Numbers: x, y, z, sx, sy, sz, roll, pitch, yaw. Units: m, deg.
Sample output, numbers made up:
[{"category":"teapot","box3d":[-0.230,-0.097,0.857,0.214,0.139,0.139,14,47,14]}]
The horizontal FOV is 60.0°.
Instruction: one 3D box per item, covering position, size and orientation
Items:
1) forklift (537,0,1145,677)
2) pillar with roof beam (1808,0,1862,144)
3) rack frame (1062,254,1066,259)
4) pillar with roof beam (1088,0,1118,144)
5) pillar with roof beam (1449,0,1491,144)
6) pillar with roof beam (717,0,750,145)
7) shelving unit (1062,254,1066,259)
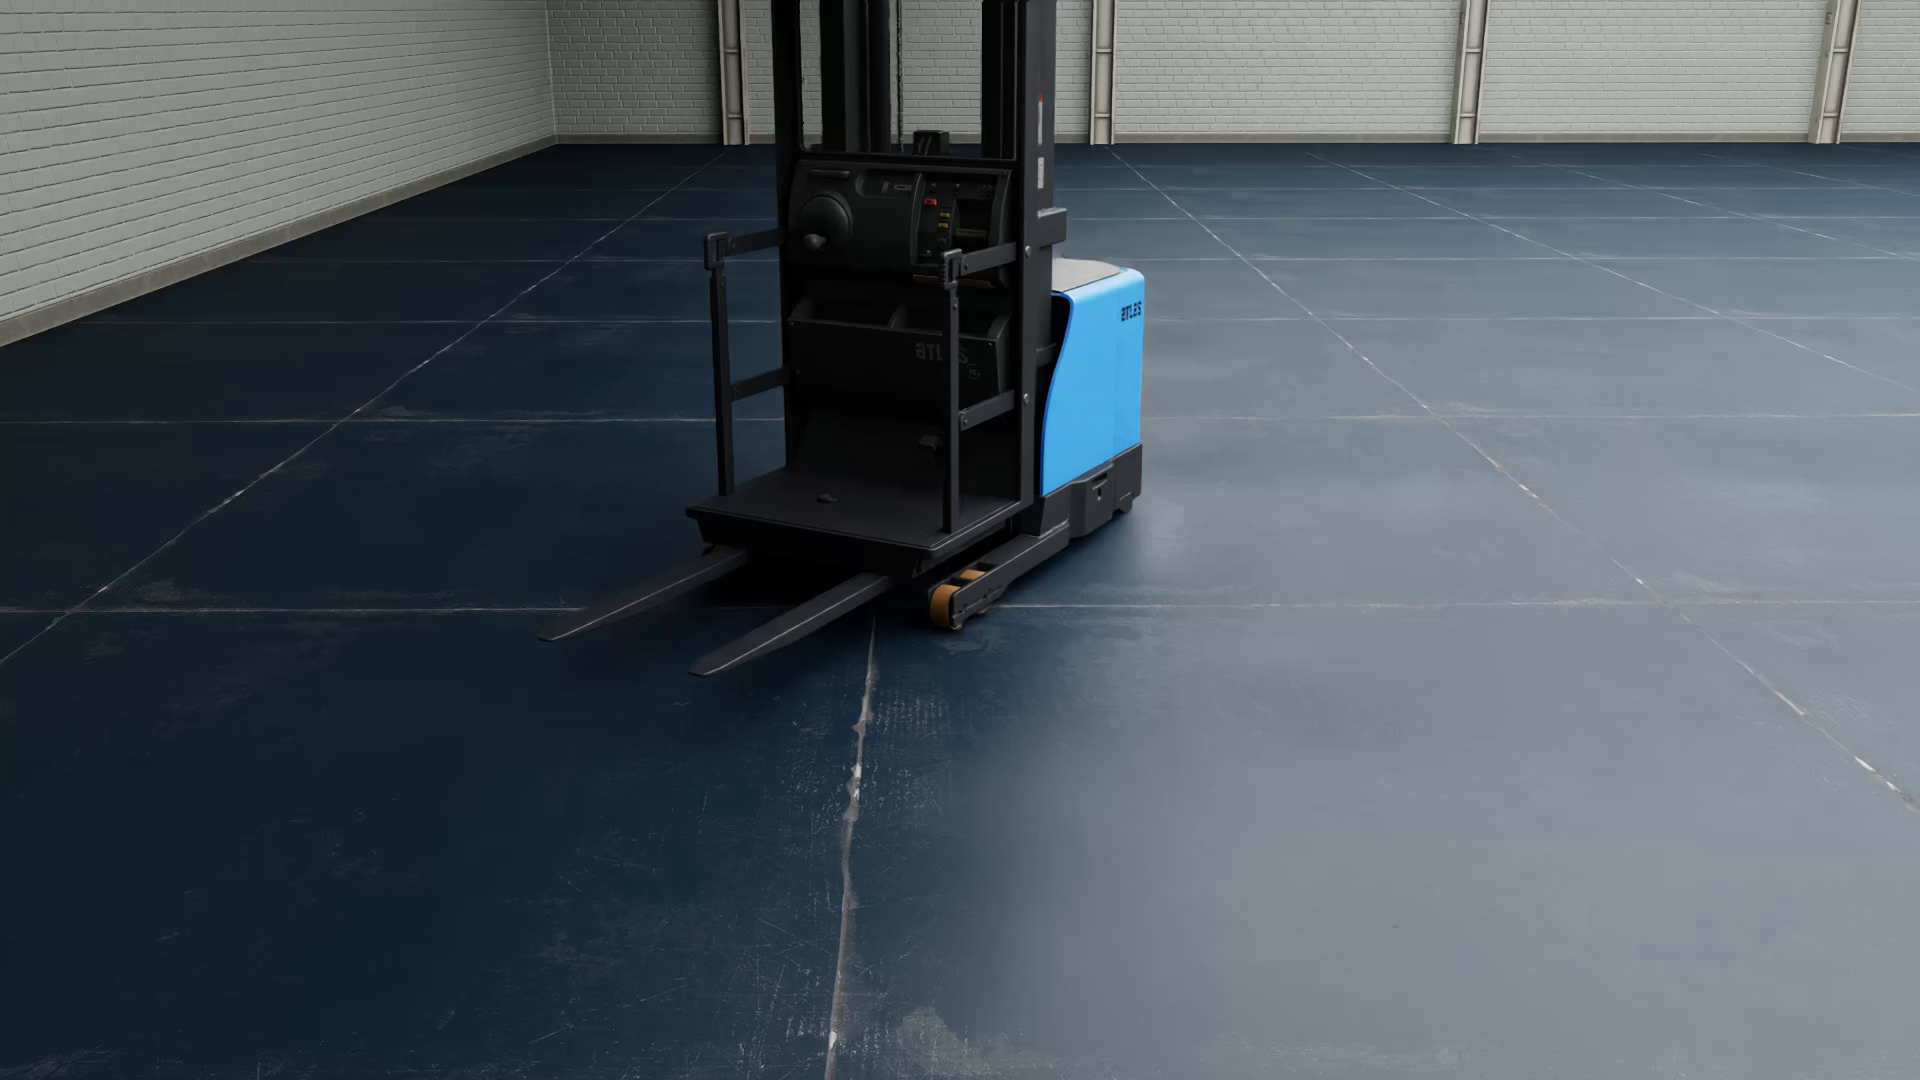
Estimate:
[{"category":"forklift","box3d":[-0.339,-1.226,6.071,1.130,2.935,3.031,10,20,27]},{"category":"pillar with roof beam","box3d":[14.395,-9.565,22.133,0.400,9.000,9.100,0,18,-1]},{"category":"rack frame","box3d":[0.481,-0.809,7.836,0.008,1.050,0.200,0,15,0]},{"category":"pillar with roof beam","box3d":[2.396,-9.507,21.953,0.400,9.000,9.100,0,18,-1]},{"category":"pillar with roof beam","box3d":[8.396,-9.536,22.043,0.400,9.000,9.100,0,18,-1]},{"category":"pillar with roof beam","box3d":[-3.603,-9.478,21.863,0.400,9.000,9.100,0,18,-1]},{"category":"shelving unit","box3d":[0.359,-0.810,7.837,0.252,1.050,0.215,0,15,0]}]
